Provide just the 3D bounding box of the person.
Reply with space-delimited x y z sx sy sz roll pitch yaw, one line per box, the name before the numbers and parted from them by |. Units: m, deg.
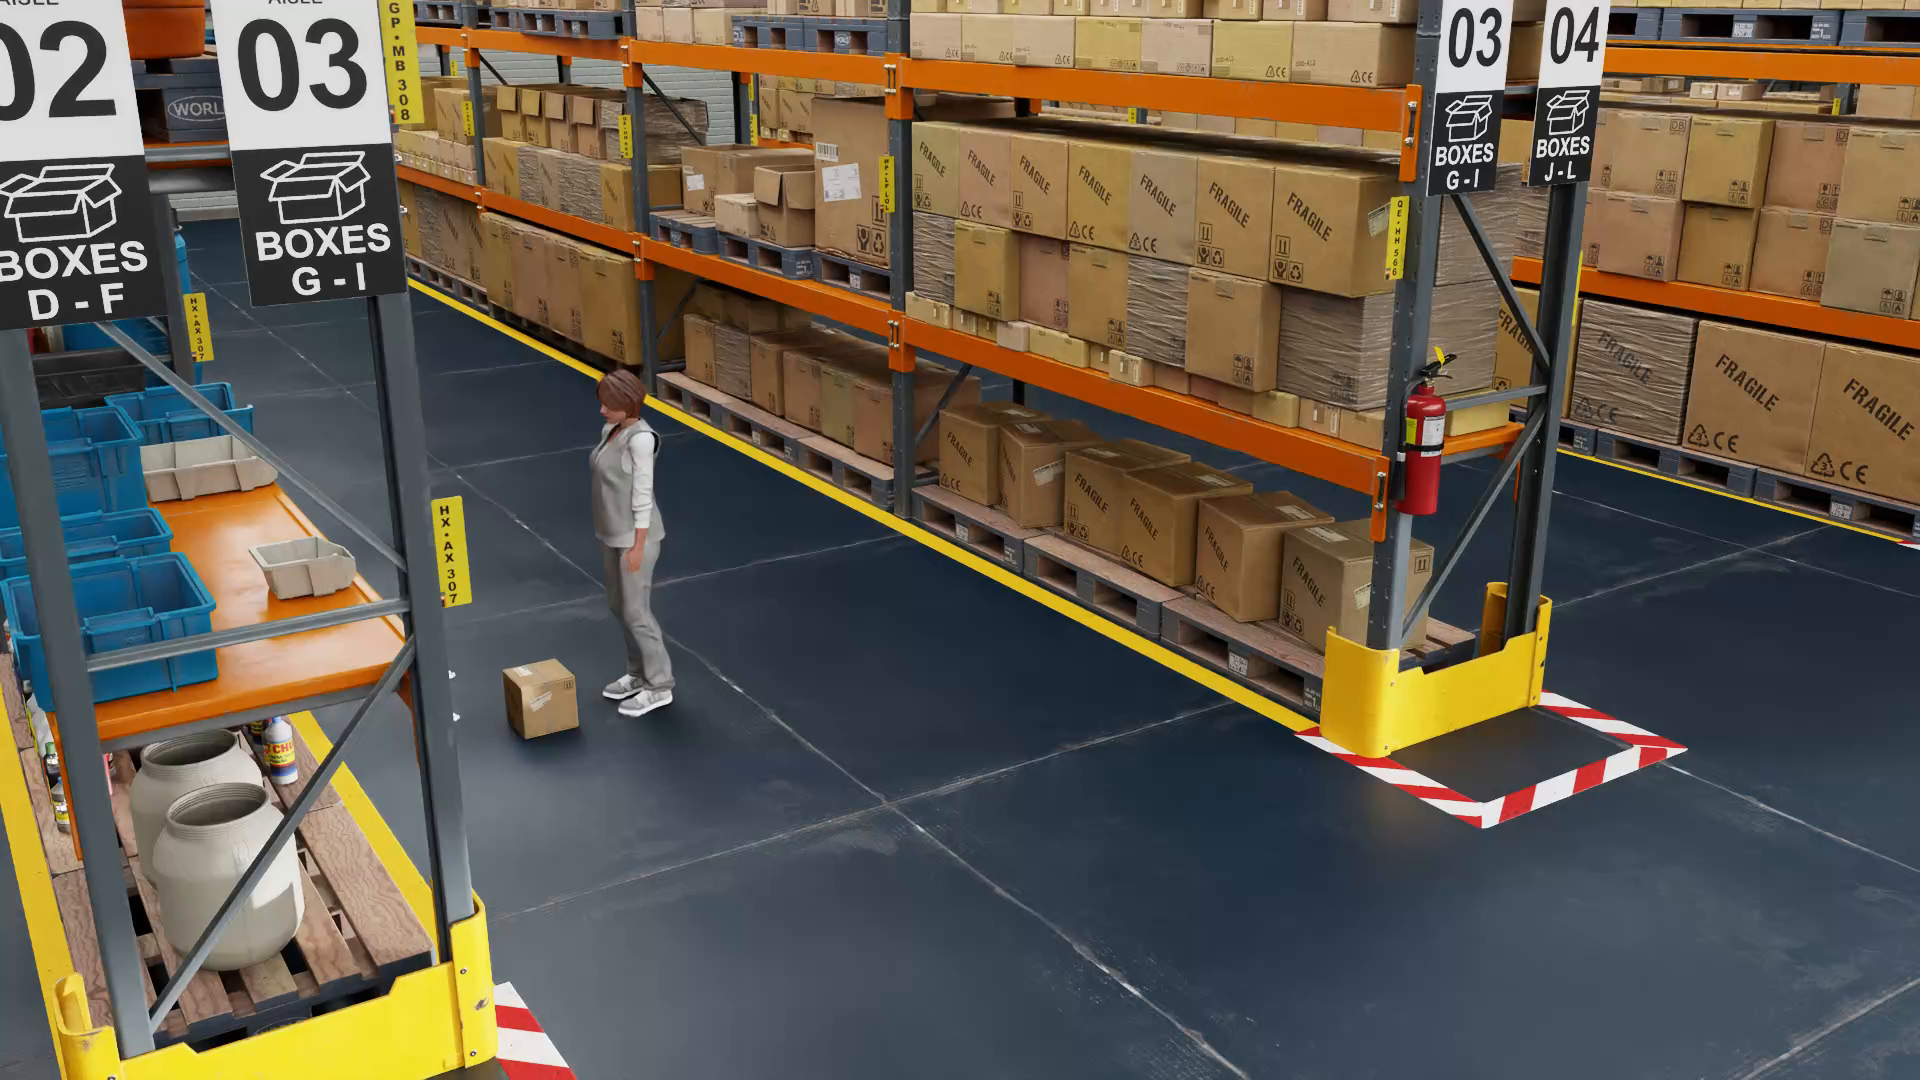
person | -1.495 0.008 7.563 0.305 1.593 0.407 -11 21 -30
